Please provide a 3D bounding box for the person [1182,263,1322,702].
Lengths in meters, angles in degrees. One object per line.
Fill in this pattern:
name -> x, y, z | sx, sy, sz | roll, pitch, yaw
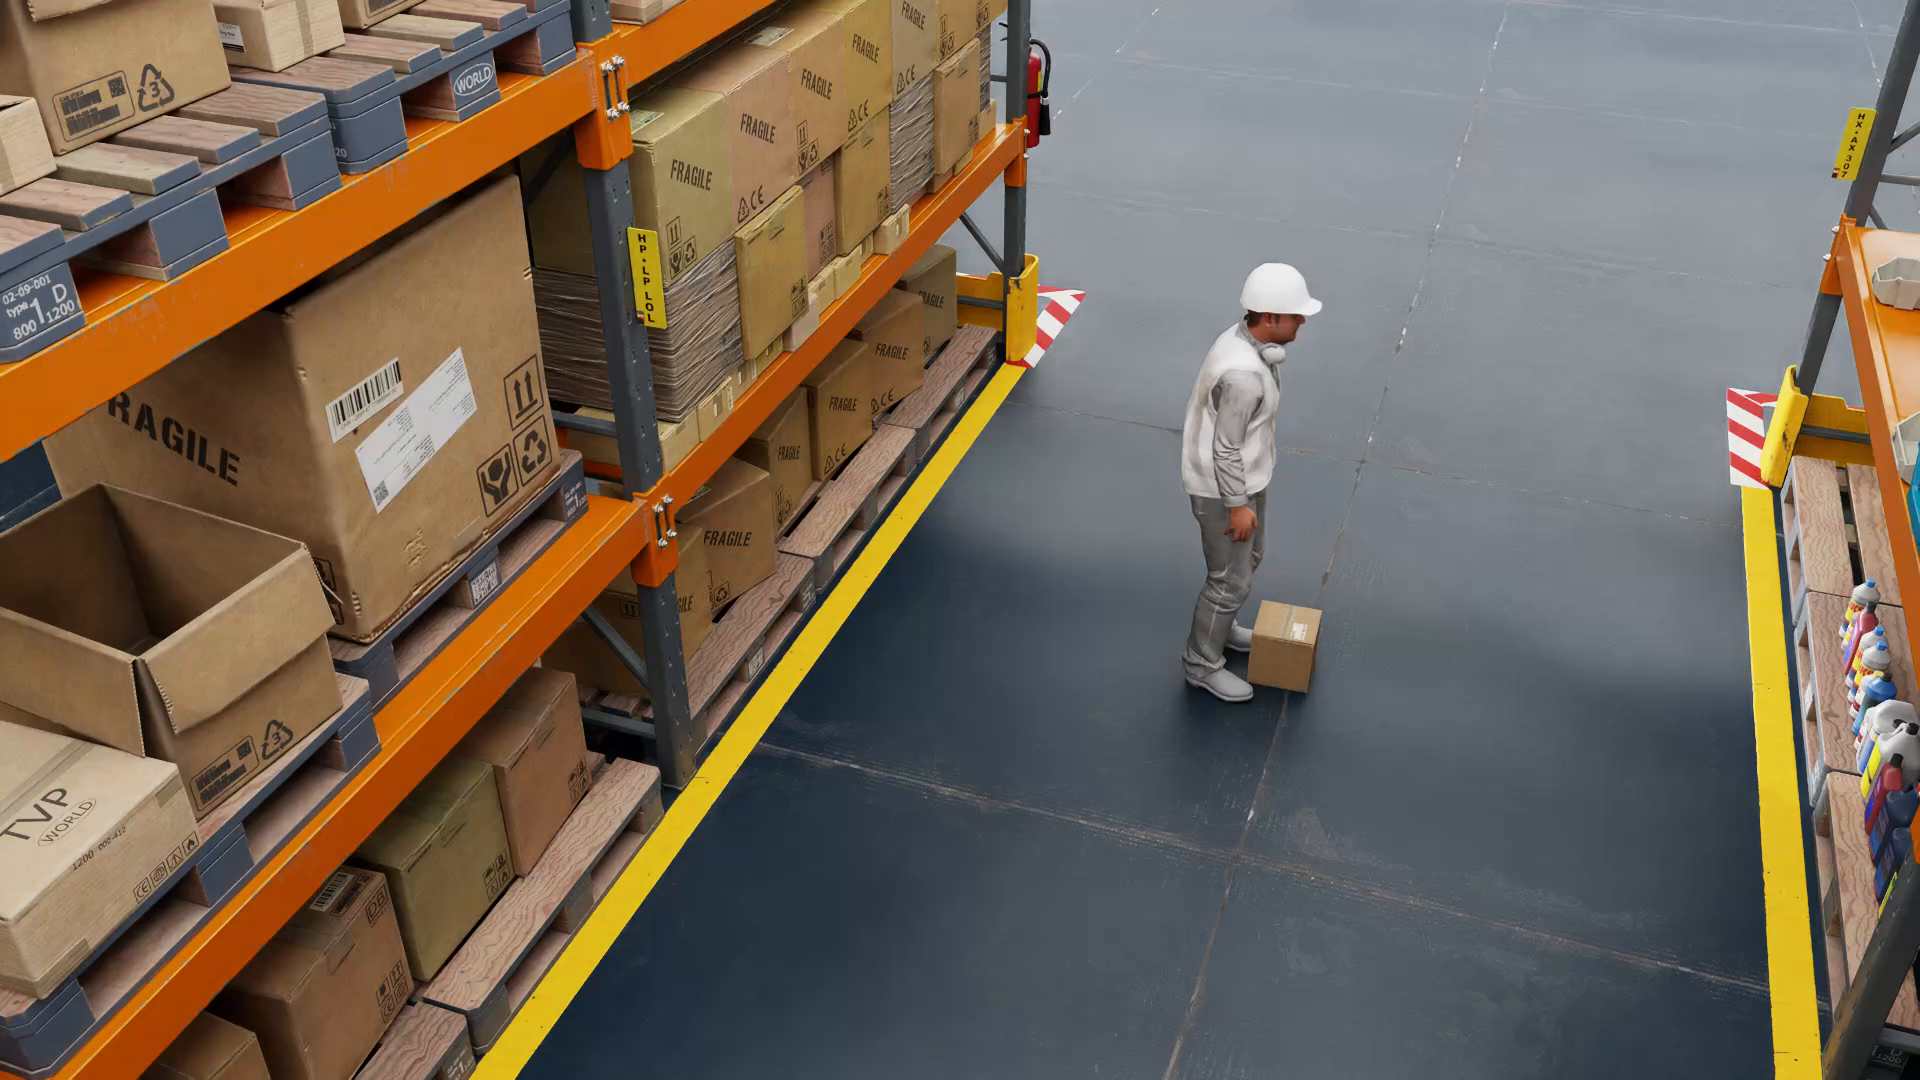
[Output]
person -> 1.091, -0.248, 6.495 | 0.459, 1.773, 0.590 | 10, 34, 15
